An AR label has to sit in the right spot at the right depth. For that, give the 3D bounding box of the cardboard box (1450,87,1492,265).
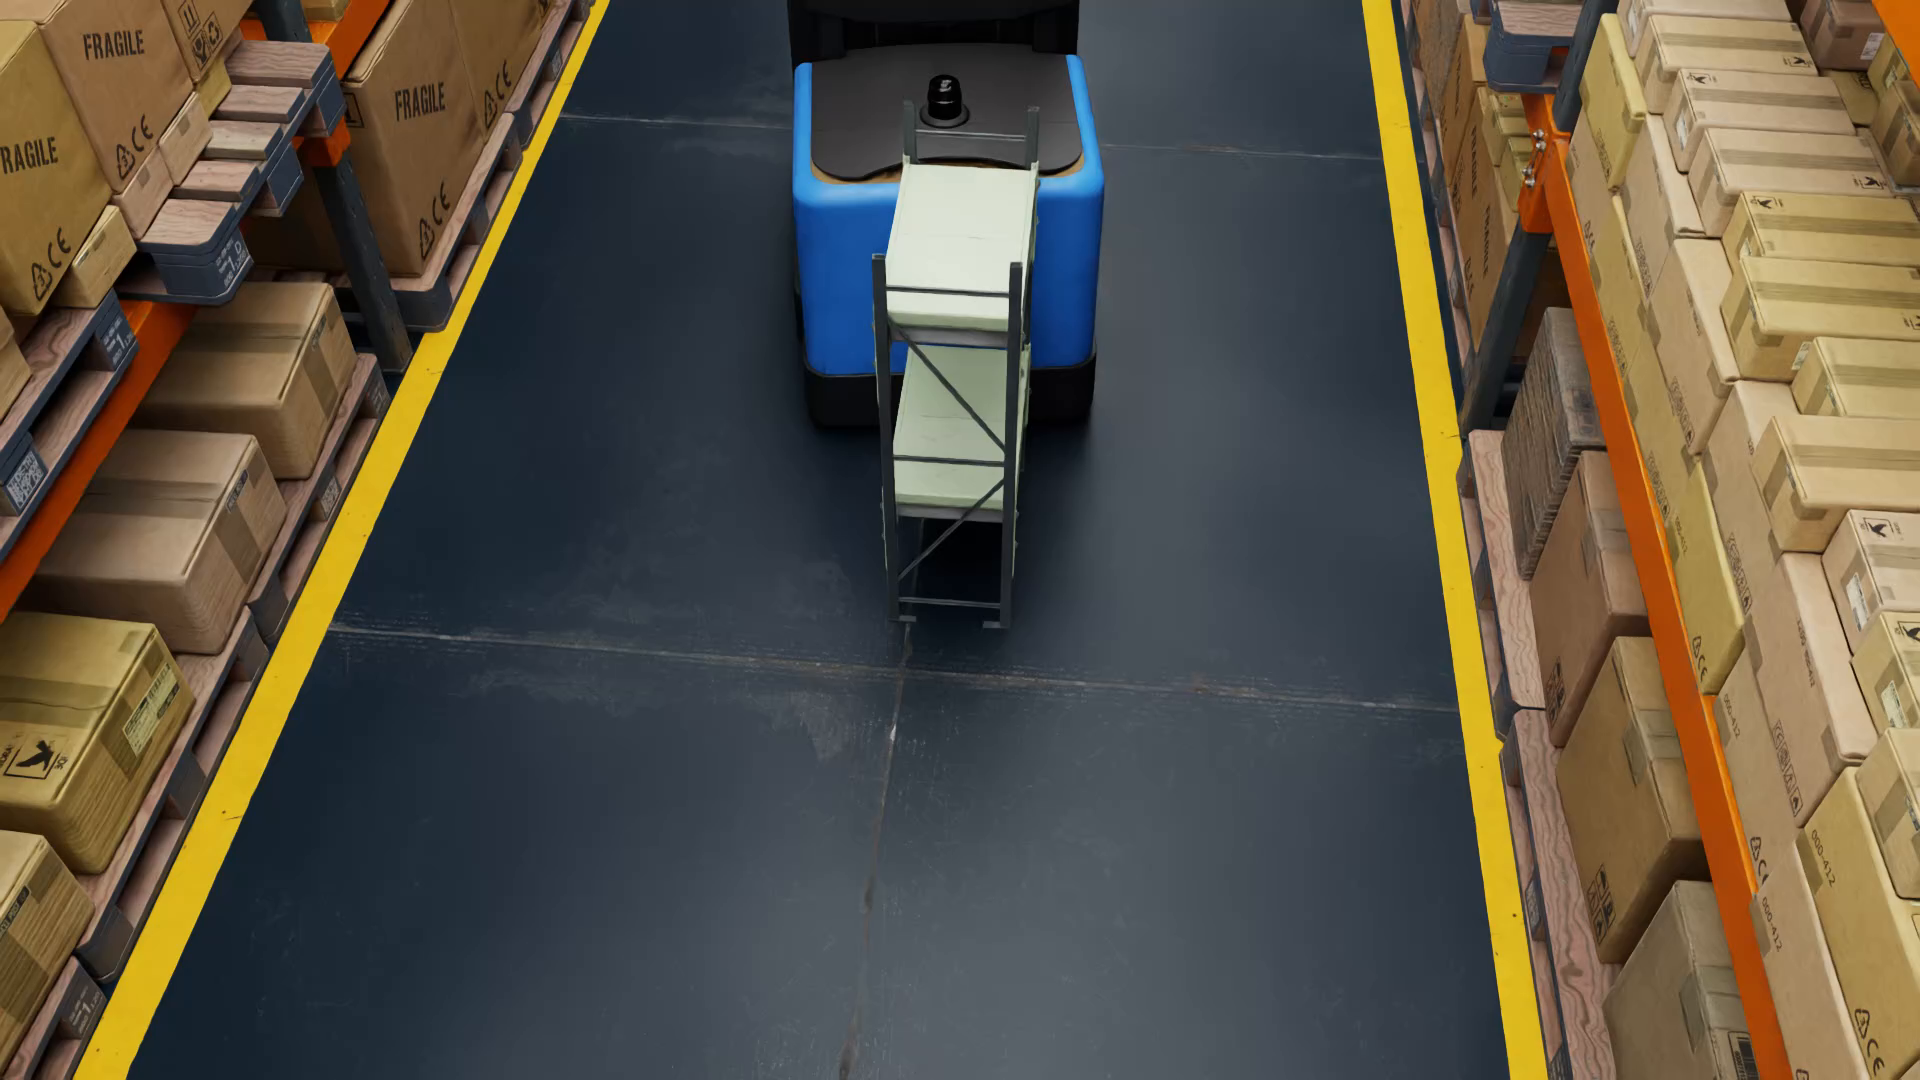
[{"bbox_3d":[2.217,-1.378,6.387,0.500,0.500,0.500,3,48,3],"label":"cardboard box"}]

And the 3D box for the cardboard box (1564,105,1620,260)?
[{"bbox_3d":[2.052,-1.027,4.758,0.500,0.250,0.500,4,48,4],"label":"cardboard box"}]

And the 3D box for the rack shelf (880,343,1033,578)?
[{"bbox_3d":[-0.001,-0.281,5.433,0.431,0.370,0.720,4,48,4],"label":"rack shelf"}]

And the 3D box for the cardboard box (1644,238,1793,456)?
[{"bbox_3d":[1.940,-0.445,3.887,0.500,0.250,0.500,3,48,3],"label":"cardboard box"}]

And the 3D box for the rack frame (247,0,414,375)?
[{"bbox_3d":[-2.607,-1.719,5.289,1.000,3.000,0.127,4,48,4],"label":"rack frame"}]

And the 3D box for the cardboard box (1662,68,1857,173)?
[{"bbox_3d":[1.993,-1.039,4.160,0.380,0.149,0.250,5,48,5],"label":"cardboard box"}]

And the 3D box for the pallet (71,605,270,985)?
[{"bbox_3d":[-2.794,0.691,4.975,1.003,0.211,1.213,4,48,4],"label":"pallet"}]

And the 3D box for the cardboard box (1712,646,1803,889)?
[{"bbox_3d":[1.873,0.482,3.378,0.500,0.250,0.500,4,48,4],"label":"cardboard box"}]

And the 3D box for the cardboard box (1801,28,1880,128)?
[{"bbox_3d":[2.572,-1.157,4.538,0.500,0.250,0.500,5,48,4],"label":"cardboard box"}]

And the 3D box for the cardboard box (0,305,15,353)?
[{"bbox_3d":[-2.504,-0.489,3.611,0.500,0.500,0.500,2,48,2],"label":"cardboard box"}]

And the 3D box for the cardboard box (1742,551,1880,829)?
[{"bbox_3d":[1.854,0.302,3.204,0.500,0.250,0.500,5,48,4],"label":"cardboard box"}]

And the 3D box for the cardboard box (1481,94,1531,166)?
[{"bbox_3d":[2.123,-1.487,6.047,0.380,0.149,0.250,2,48,2],"label":"cardboard box"}]

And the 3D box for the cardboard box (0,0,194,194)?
[{"bbox_3d":[-2.408,-1.261,4.317,0.500,0.500,0.500,3,48,3],"label":"cardboard box"}]

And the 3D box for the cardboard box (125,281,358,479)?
[{"bbox_3d":[-2.669,-0.559,5.725,0.950,0.372,0.625,1,48,1],"label":"cardboard box"}]

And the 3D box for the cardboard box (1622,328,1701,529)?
[{"bbox_3d":[1.962,-0.279,4.074,0.500,0.250,0.500,2,48,2],"label":"cardboard box"}]

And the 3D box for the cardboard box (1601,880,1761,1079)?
[{"bbox_3d":[2.086,1.258,3.892,0.875,0.625,0.625,3,48,3],"label":"cardboard box"}]

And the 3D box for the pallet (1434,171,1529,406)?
[{"bbox_3d":[2.442,-0.993,6.515,1.003,0.211,1.213,4,48,4],"label":"pallet"}]

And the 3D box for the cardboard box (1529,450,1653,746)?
[{"bbox_3d":[2.214,0.210,4.850,0.875,0.625,0.625,5,48,5],"label":"cardboard box"}]

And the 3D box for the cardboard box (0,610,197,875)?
[{"bbox_3d":[-2.803,0.541,4.719,0.950,0.372,0.625,5,48,5],"label":"cardboard box"}]

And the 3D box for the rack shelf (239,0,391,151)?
[{"bbox_3d":[-2.425,-2.946,6.899,1.077,0.370,4.000,4,48,4],"label":"rack shelf"}]

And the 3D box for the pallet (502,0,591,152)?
[{"bbox_3d":[-2.347,-2.246,7.661,1.003,0.211,1.213,4,48,4],"label":"pallet"}]

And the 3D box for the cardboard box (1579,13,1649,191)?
[{"bbox_3d":[2.027,-1.198,4.576,0.500,0.250,0.500,4,48,3],"label":"cardboard box"}]

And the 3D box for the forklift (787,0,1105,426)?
[{"bbox_3d":[-0.113,-2.486,6.037,1.130,2.935,3.031,-2,48,-2],"label":"forklift"}]

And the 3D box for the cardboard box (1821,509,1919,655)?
[{"bbox_3d":[1.869,0.092,3.126,0.380,0.149,0.250,4,48,4],"label":"cardboard box"}]

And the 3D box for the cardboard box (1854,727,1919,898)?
[{"bbox_3d":[1.754,0.464,2.786,0.380,0.149,0.250,3,48,2],"label":"cardboard box"}]

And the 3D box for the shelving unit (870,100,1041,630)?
[{"bbox_3d":[-0.001,-0.501,5.192,0.431,1.500,0.755,4,48,4],"label":"shelving unit"}]

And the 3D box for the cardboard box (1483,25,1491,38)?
[{"bbox_3d":[2.282,-2.052,6.564,0.380,0.149,0.250,3,48,3],"label":"cardboard box"}]

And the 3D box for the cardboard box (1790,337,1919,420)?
[{"bbox_3d":[1.979,-0.279,3.465,0.380,0.149,0.250,4,48,4],"label":"cardboard box"}]

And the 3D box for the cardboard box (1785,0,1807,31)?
[{"bbox_3d":[2.539,-1.931,5.131,0.500,0.500,0.500,6,48,5],"label":"cardboard box"}]

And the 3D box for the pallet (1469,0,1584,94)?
[{"bbox_3d":[2.328,-1.826,5.517,1.213,0.211,1.003,4,48,4],"label":"pallet"}]

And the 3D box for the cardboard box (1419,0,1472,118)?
[{"bbox_3d":[2.290,-2.146,7.089,0.500,0.500,0.500,2,48,2],"label":"cardboard box"}]

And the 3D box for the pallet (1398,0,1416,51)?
[{"bbox_3d":[2.664,-2.785,8.155,1.003,0.211,1.213,4,48,4],"label":"pallet"}]

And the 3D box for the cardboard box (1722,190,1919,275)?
[{"bbox_3d":[1.988,-0.659,3.813,0.380,0.149,0.250,4,48,4],"label":"cardboard box"}]

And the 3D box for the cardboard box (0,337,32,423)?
[{"bbox_3d":[-2.465,-0.375,3.946,0.380,0.149,0.250,2,48,2],"label":"cardboard box"}]

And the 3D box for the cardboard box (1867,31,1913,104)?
[{"bbox_3d":[2.595,-1.188,4.296,0.380,0.149,0.250,5,48,5],"label":"cardboard box"}]

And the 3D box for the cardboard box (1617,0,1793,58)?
[{"bbox_3d":[2.014,-1.426,4.514,0.380,0.149,0.250,5,48,5],"label":"cardboard box"}]

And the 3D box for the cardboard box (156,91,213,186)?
[{"bbox_3d":[-2.334,-1.129,4.635,0.380,0.149,0.250,4,48,3],"label":"cardboard box"}]

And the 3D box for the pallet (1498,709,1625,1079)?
[{"bbox_3d":[2.108,1.050,4.647,1.003,0.211,1.213,4,48,4],"label":"pallet"}]

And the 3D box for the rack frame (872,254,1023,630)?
[{"bbox_3d":[-0.034,-0.232,4.946,0.400,1.500,0.023,4,48,4],"label":"rack frame"}]

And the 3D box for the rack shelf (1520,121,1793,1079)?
[{"bbox_3d":[2.154,0.325,3.908,1.077,0.370,4.000,4,48,4],"label":"rack shelf"}]

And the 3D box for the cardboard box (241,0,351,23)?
[{"bbox_3d":[-2.312,-2.011,5.658,0.500,0.250,0.500,3,48,3],"label":"cardboard box"}]

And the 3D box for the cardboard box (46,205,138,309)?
[{"bbox_3d":[-2.376,-0.741,4.281,0.380,0.149,0.250,5,48,4],"label":"cardboard box"}]

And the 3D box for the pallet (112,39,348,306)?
[{"bbox_3d":[-2.566,-1.123,4.874,1.213,0.211,1.003,4,48,4],"label":"pallet"}]

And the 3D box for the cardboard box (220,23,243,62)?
[{"bbox_3d":[-2.403,-1.519,4.992,0.380,0.149,0.250,5,48,5],"label":"cardboard box"}]

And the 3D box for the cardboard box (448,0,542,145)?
[{"bbox_3d":[-2.376,-2.300,6.977,0.875,0.875,0.875,4,48,4],"label":"cardboard box"}]
